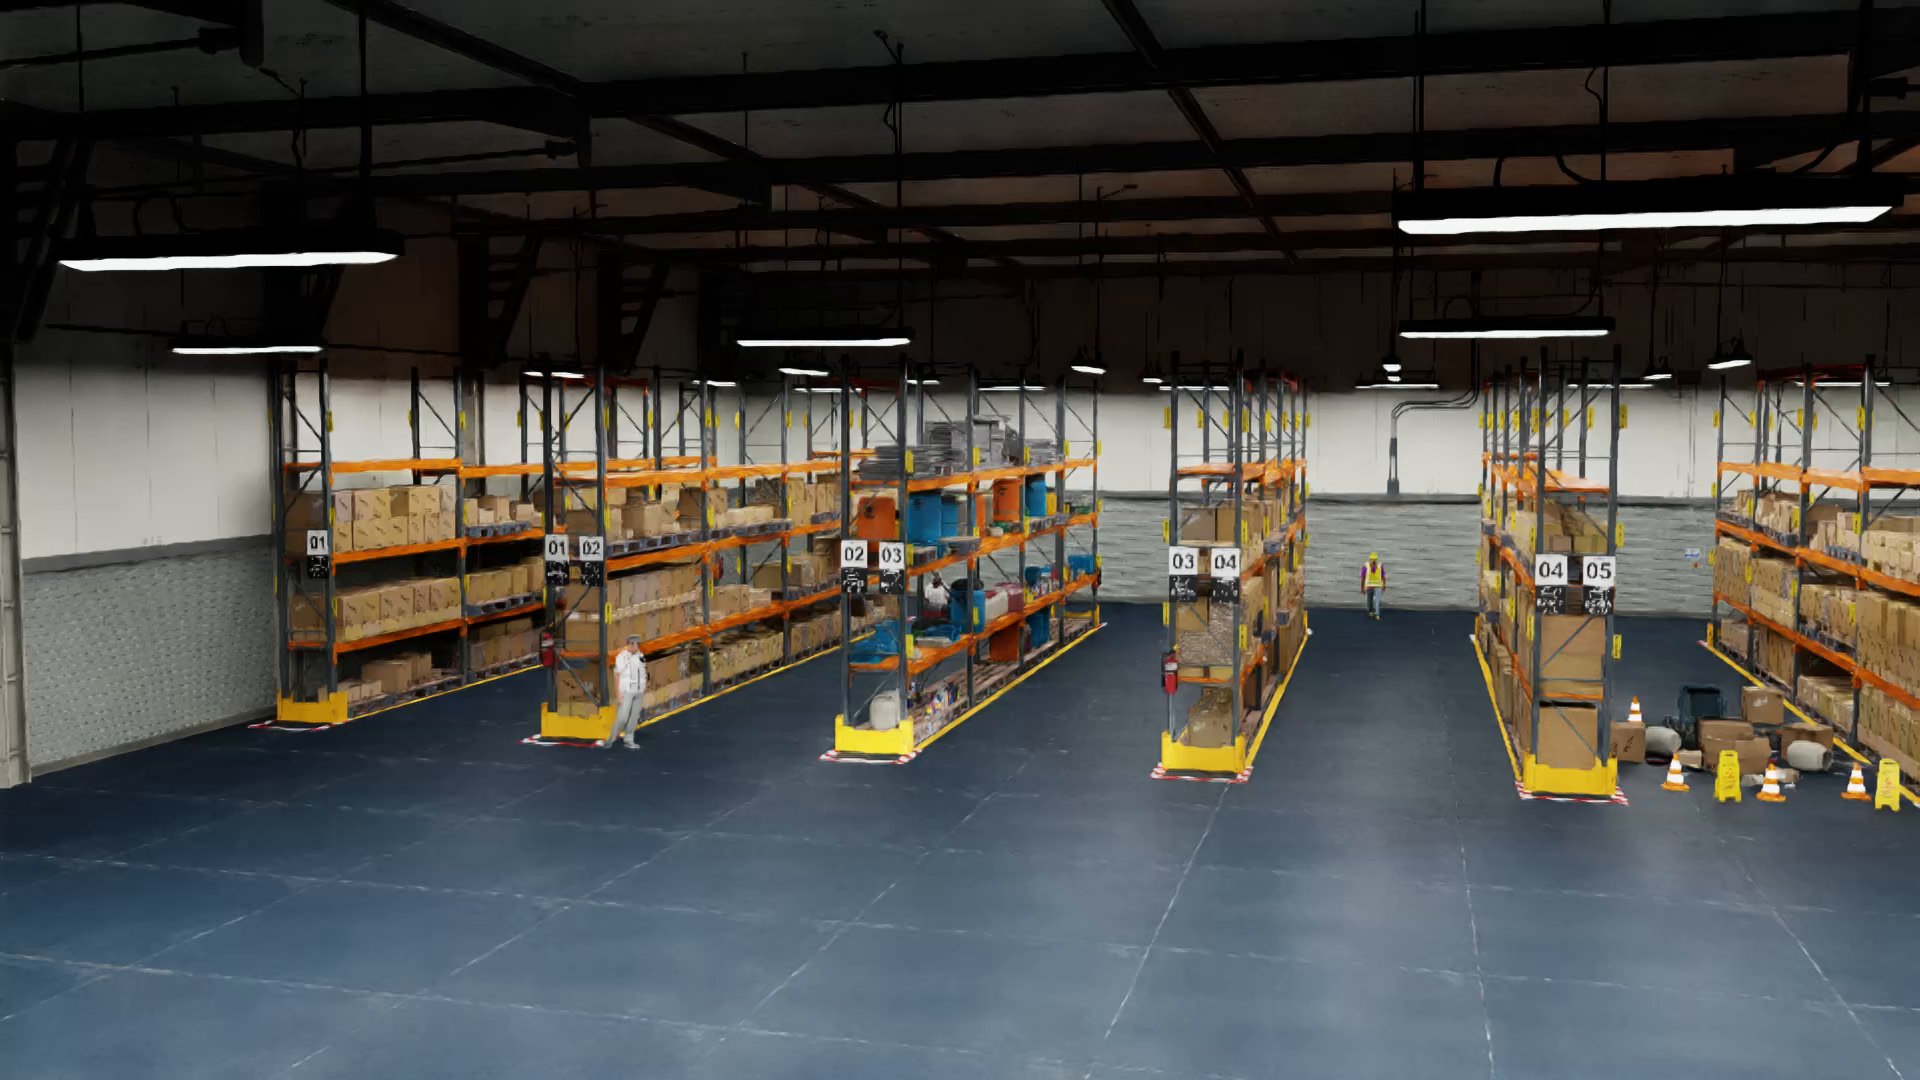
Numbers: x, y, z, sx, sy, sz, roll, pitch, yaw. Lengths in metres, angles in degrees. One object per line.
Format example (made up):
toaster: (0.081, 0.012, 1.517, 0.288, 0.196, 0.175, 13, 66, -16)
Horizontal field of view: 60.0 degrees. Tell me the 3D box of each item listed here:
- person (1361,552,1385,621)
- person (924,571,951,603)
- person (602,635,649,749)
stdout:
person: (10.368, 1.145, 41.761, 0.577, 1.691, 1.121, 1, 4, 17)
person: (-0.513, 1.513, 36.640, 0.577, 1.691, 1.121, 1, 4, 17)
person: (-5.066, 2.306, 25.258, 0.474, 1.739, 0.712, 4, 6, 43)
